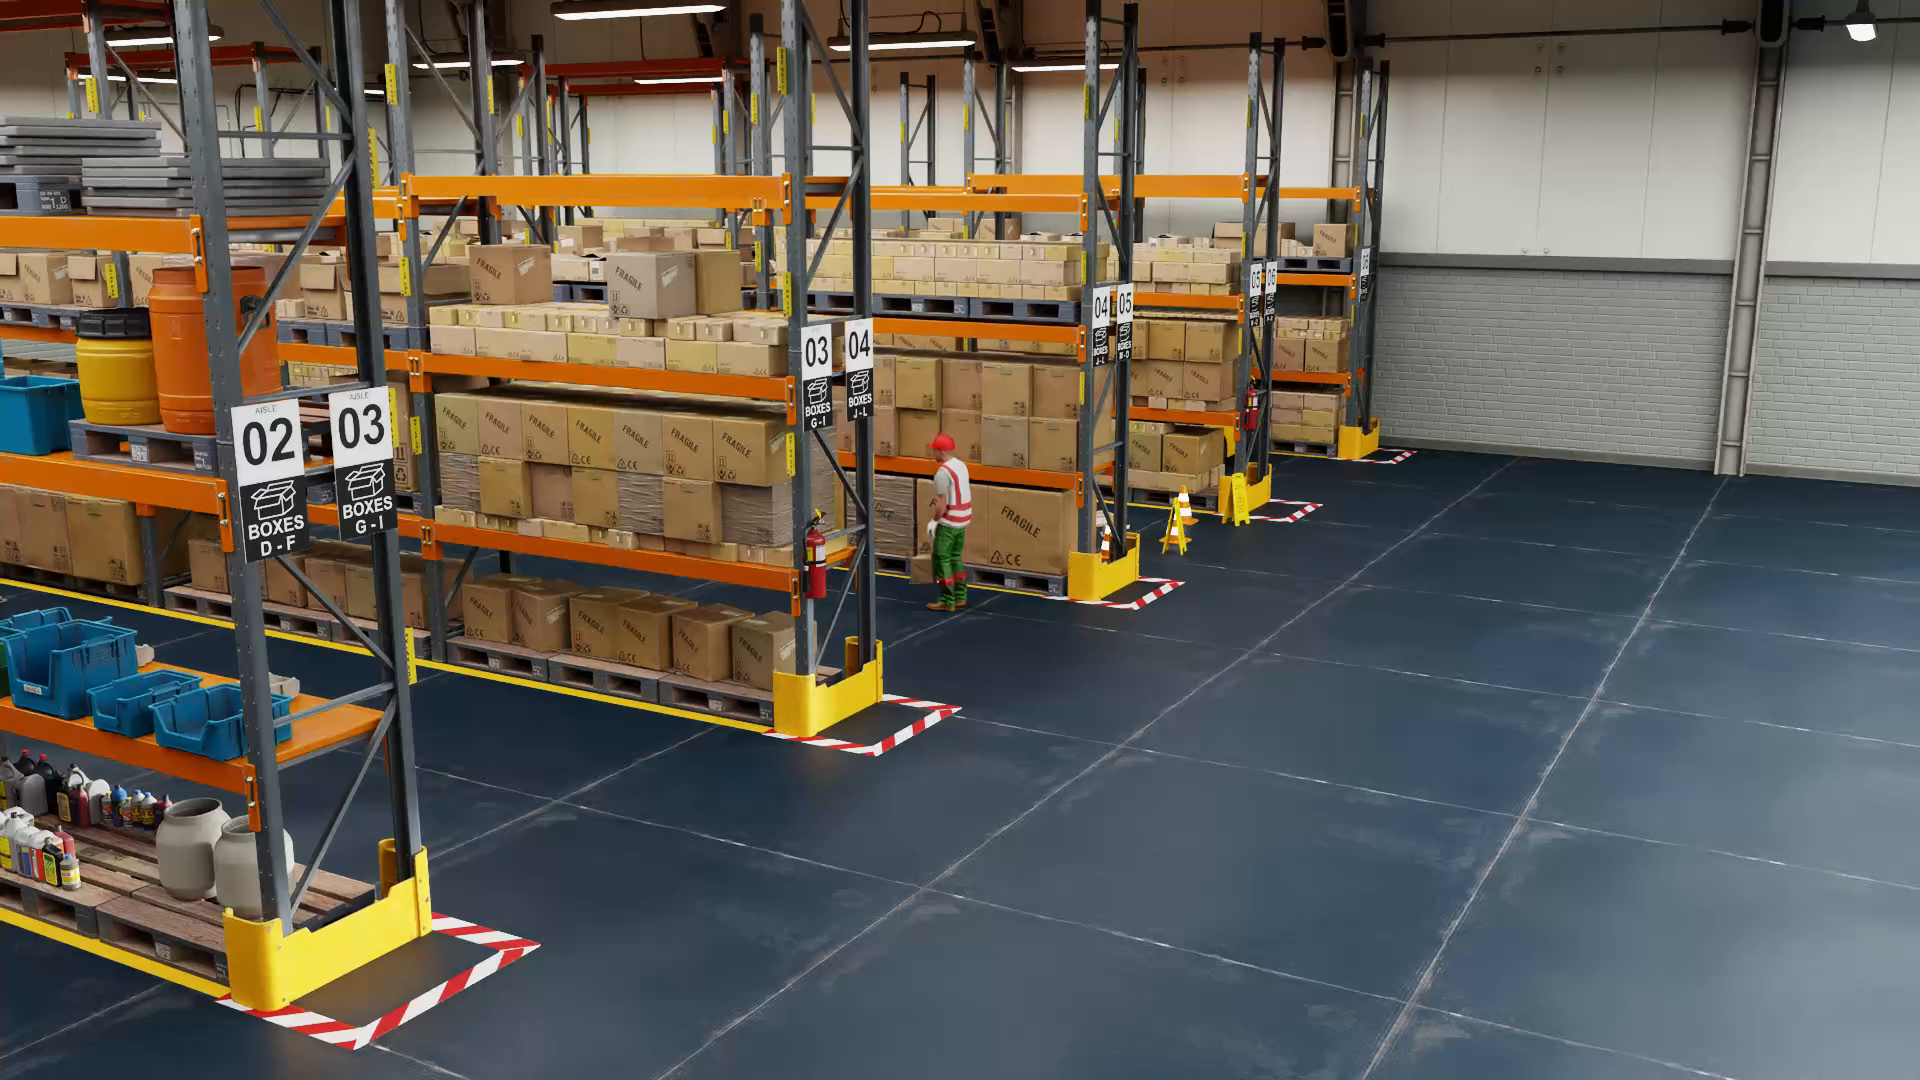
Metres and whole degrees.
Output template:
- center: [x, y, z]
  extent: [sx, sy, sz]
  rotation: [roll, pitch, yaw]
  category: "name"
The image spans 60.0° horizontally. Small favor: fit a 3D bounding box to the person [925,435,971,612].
- center: [-0.133, -0.175, 16.726]
  extent: [0.445, 1.781, 0.621]
  rotation: [6, 14, 25]
  category: "person"
